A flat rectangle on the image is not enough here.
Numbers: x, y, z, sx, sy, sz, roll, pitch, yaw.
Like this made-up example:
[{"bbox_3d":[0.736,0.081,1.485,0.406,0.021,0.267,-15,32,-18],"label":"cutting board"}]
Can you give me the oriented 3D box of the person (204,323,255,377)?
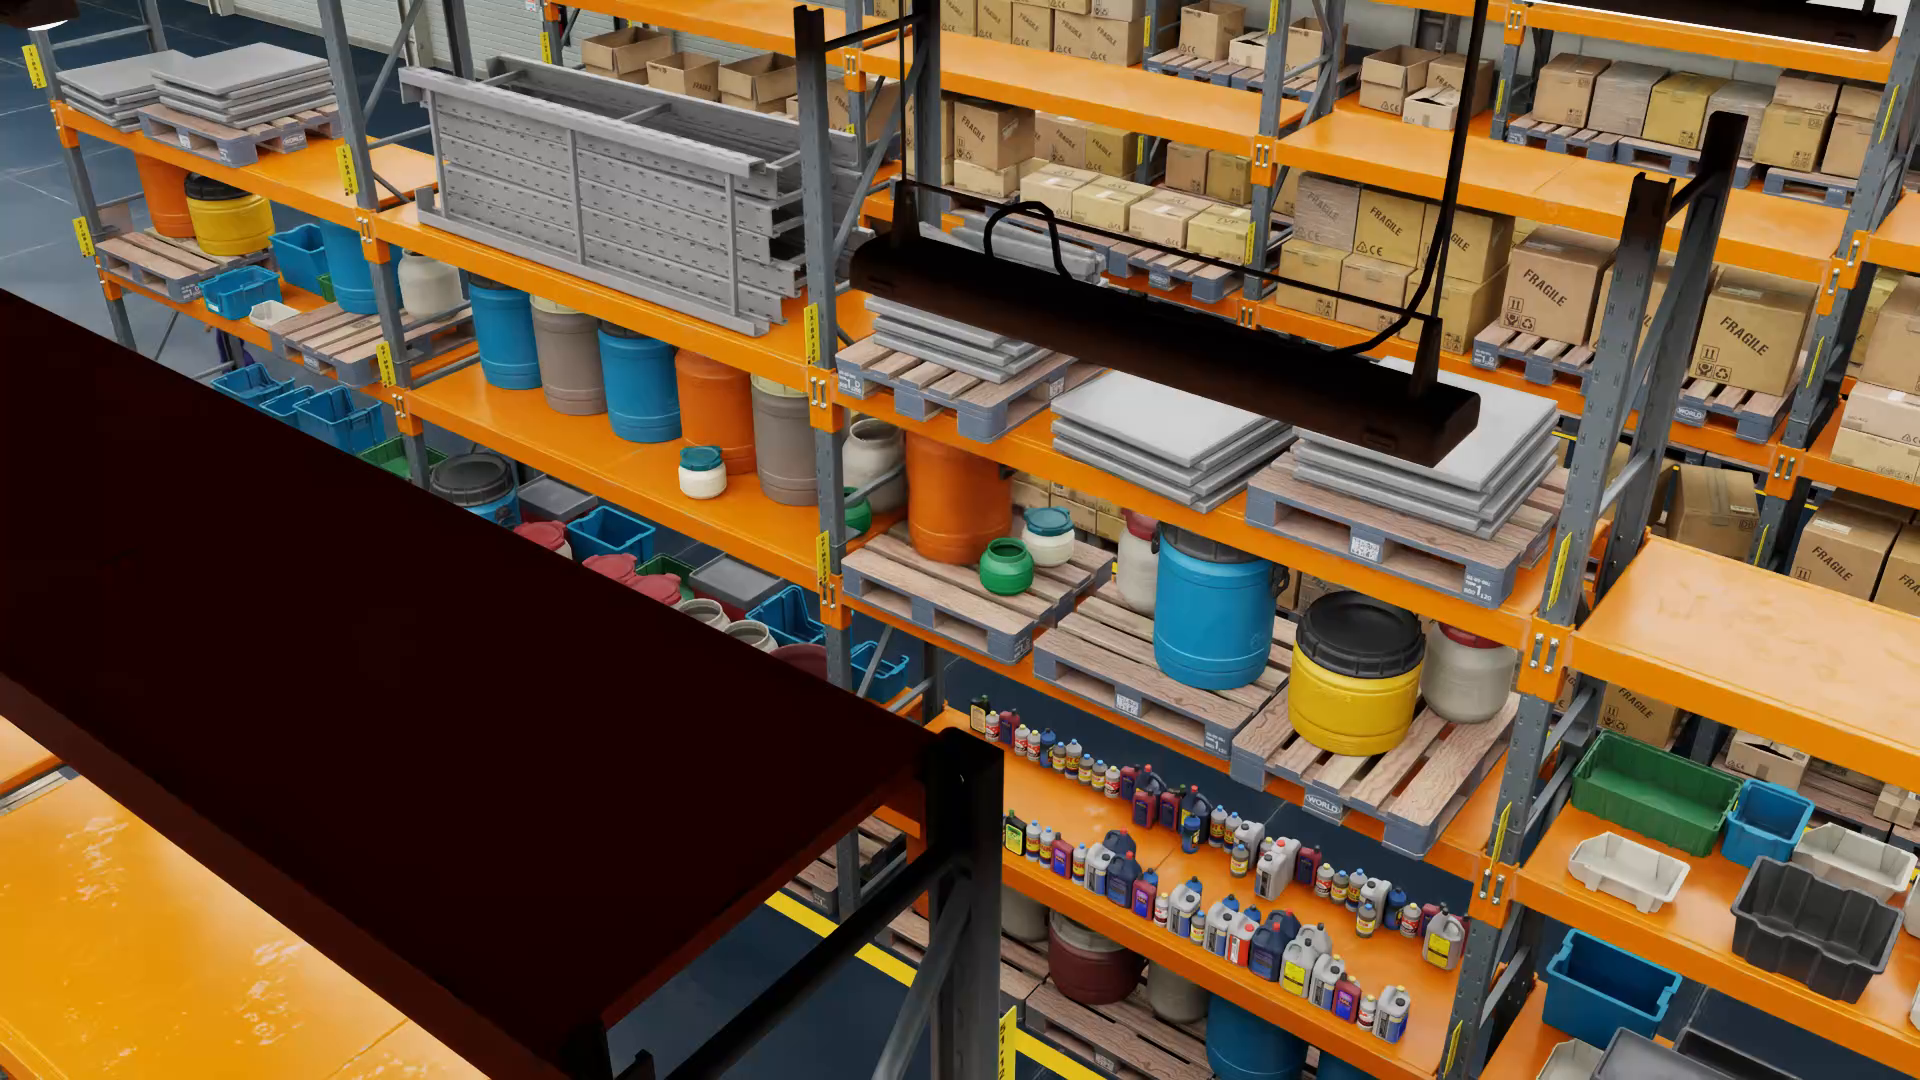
[{"bbox_3d":[-7.792,-2.330,17.555,0.638,1.683,0.503,-5,32,-8],"label":"person"}]
